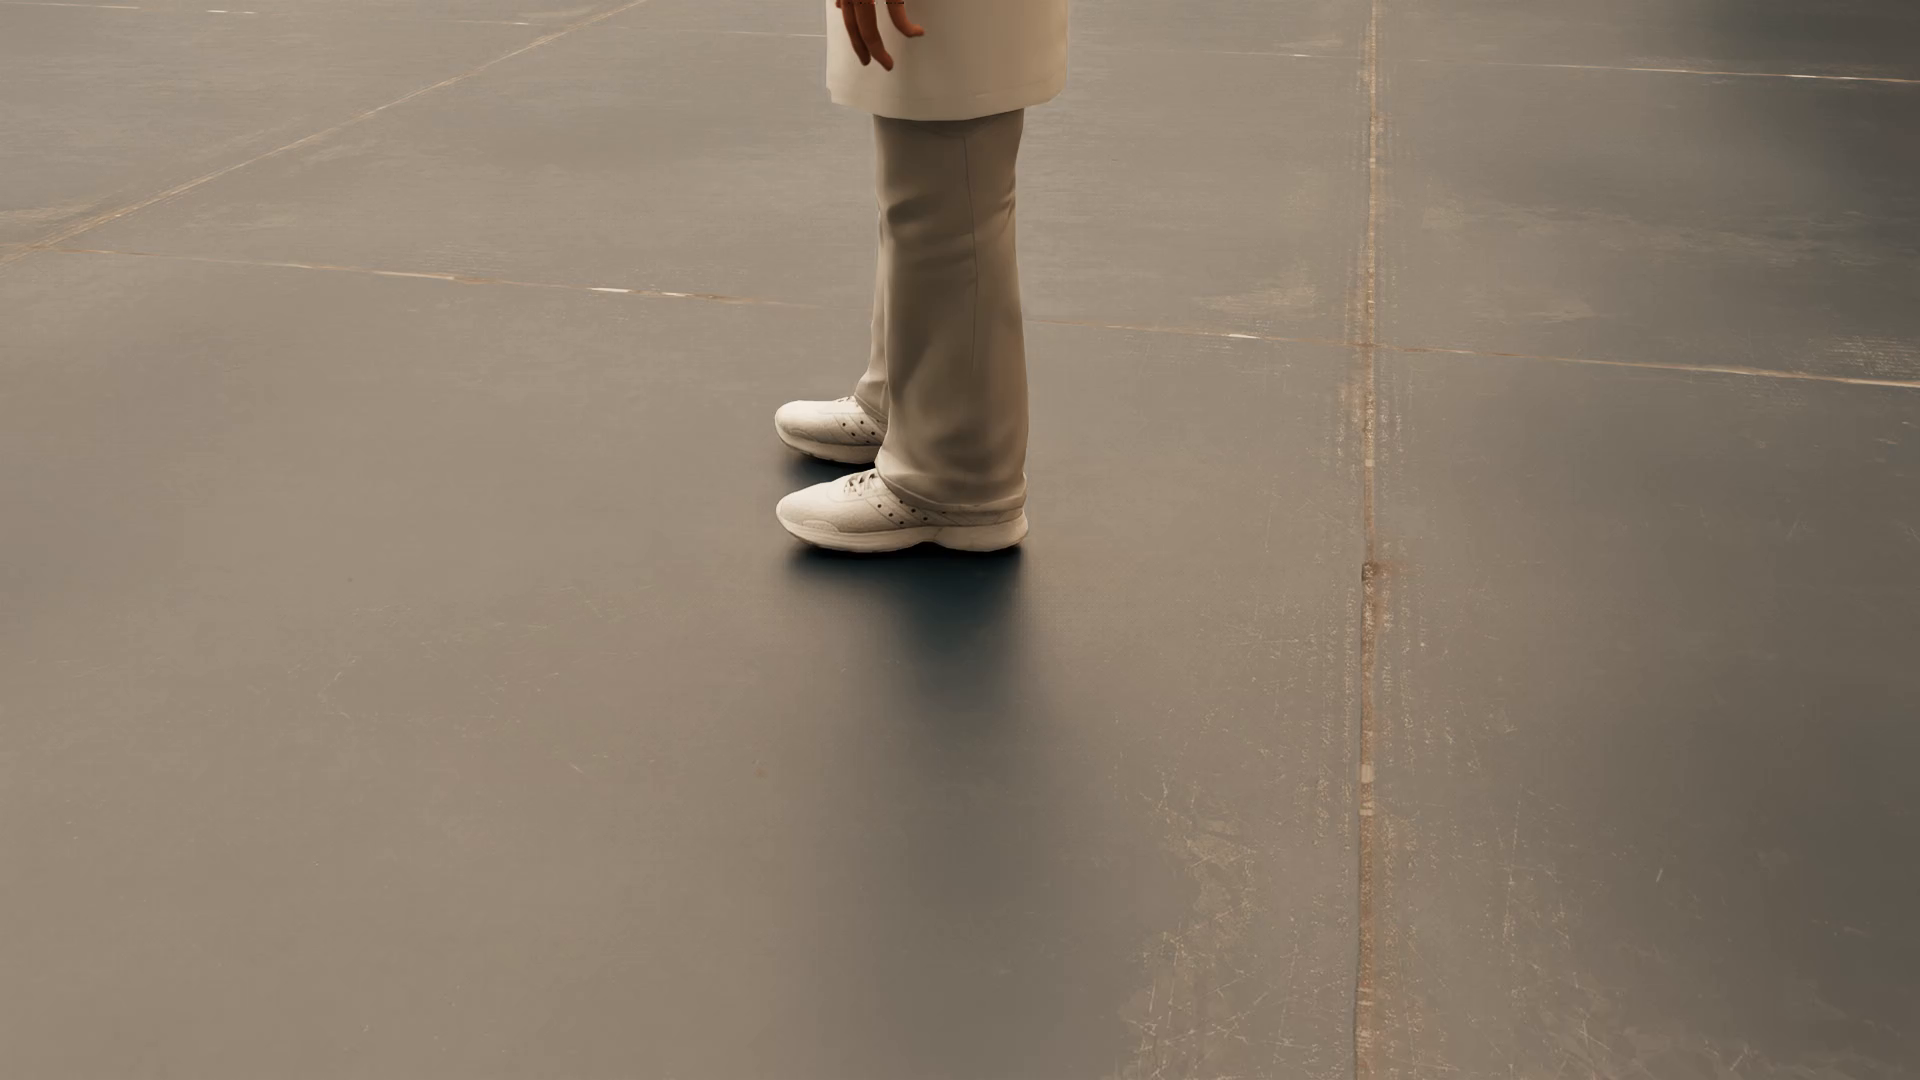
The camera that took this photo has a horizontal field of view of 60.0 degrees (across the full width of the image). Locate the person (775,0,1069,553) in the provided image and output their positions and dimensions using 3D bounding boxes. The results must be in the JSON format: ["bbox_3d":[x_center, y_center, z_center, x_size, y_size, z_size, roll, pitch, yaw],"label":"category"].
[{"bbox_3d":[-0.089,-0.811,2.118,0.578,1.778,0.696,6,27,11],"label":"person"}]
